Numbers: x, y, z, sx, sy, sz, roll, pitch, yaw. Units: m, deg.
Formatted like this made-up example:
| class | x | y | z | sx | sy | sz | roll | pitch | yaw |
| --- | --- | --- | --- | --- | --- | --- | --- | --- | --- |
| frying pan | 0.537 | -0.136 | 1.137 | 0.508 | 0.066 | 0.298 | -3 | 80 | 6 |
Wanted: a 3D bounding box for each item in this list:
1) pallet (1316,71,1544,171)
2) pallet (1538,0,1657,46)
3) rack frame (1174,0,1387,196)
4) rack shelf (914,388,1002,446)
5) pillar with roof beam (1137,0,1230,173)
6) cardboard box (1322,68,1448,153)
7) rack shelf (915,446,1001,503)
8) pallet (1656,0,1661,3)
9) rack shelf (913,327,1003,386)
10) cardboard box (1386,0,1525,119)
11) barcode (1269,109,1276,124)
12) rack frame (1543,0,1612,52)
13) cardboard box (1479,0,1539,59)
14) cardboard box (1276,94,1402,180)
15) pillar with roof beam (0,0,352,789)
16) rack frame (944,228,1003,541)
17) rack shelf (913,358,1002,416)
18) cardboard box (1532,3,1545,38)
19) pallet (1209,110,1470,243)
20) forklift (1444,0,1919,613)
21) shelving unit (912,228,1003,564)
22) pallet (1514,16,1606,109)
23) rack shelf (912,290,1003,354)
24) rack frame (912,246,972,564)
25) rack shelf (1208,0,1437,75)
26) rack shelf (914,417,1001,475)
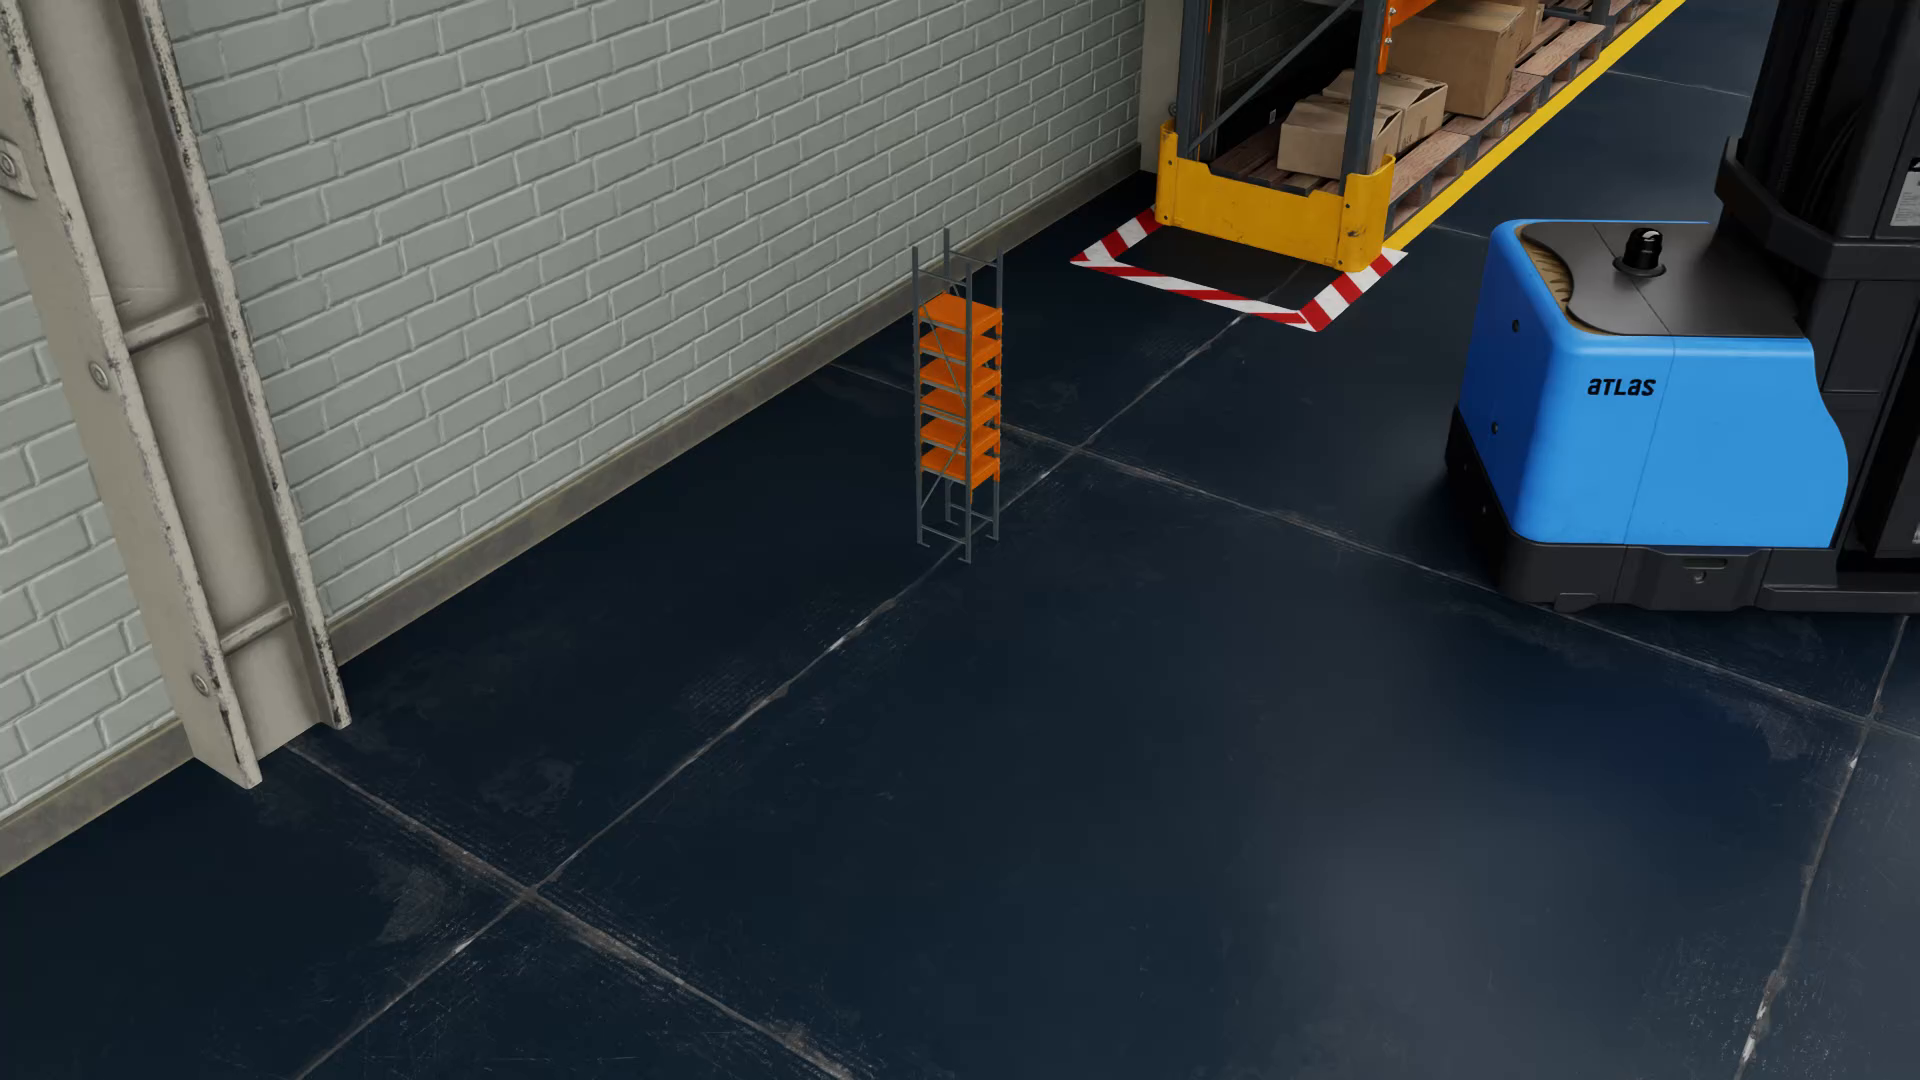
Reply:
| class | x | y | z | sx | sy | sz | roll | pitch | yaw |
| --- | --- | --- | --- | --- | --- | --- | --- | --- | --- |
| pallet | 2.761 | -2.578 | 9.874 | 1.003 | 0.211 | 1.213 | 21 | 39 | 28 |
| pallet | 4.253 | -3.821 | 11.712 | 1.003 | 0.211 | 1.213 | 21 | 39 | 28 |
| rack frame | 1.530 | -2.777 | 7.679 | 1.000 | 3.000 | 0.127 | 21 | 39 | 28 |
| rack shelf | -0.008 | -0.454 | 5.929 | 0.258 | 0.103 | 0.180 | 21 | 39 | 28 |
| pillar with roof beam | 4.755 | -4.485 | 4.850 | 9.100 | 9.000 | 0.400 | 21 | 39 | 28 |
| cardboard box | 2.323 | -2.397 | 9.125 | 0.500 | 0.311 | 0.500 | 25 | 41 | 32 |
| rack shelf | -0.008 | -0.255 | 6.063 | 0.258 | 0.103 | 0.180 | 21 | 39 | 28 |
| pallet | 4.948 | -4.385 | 12.546 | 1.003 | 0.211 | 1.213 | 21 | 39 | 28 |
| rack shelf | -0.008 | -0.652 | 5.794 | 0.258 | 0.103 | 0.180 | 21 | 39 | 28 |
| cardboard box | 2.782 | -2.797 | 9.547 | 0.700 | 0.500 | 0.500 | 19 | 38 | 25 |
| barcode | 1.680 | -2.275 | 8.936 | 0.001 | 0.075 | 0.075 | 21 | 39 | 28 |
| rack frame | 3.810 | -4.618 | 10.401 | 1.000 | 3.000 | 0.127 | 21 | 39 | 28 |
| cardboard box | 3.251 | -3.274 | 10.252 | 0.500 | 0.500 | 0.500 | 18 | 38 | 25 |
| cardboard box | 1.998 | -2.135 | 8.737 | 0.500 | 0.311 | 0.500 | 17 | 37 | 23 |
| pillar with roof beam | 1.334 | -1.724 | 0.766 | 9.100 | 9.000 | 0.400 | 21 | 39 | 28 |
| rack frame | 0.044 | -0.532 | 5.966 | 0.240 | 1.200 | 0.006 | 21 | 39 | 28 |
| rack shelf | -0.008 | -0.553 | 5.862 | 0.258 | 0.103 | 0.180 | 21 | 39 | 28 |
| cardboard box | 3.530 | -3.370 | 10.693 | 0.380 | 0.166 | 0.250 | 16 | 37 | 22 |
| pallet | 2.065 | -2.019 | 9.048 | 1.003 | 0.211 | 1.213 | 21 | 39 | 28 |
| forklift | 3.422 | -1.209 | 5.421 | 3.031 | 2.935 | 1.130 | 1 | 34 | 1 |
| shelving unit | -0.008 | -0.490 | 5.904 | 0.258 | 1.200 | 0.189 | 21 | 39 | 28 |
| pallet | 3.456 | -3.142 | 10.708 | 1.003 | 0.211 | 1.213 | 21 | 39 | 28 |
| rack shelf | -0.008 | -0.752 | 5.727 | 0.258 | 0.103 | 0.180 | 21 | 39 | 28 |
| rack frame | -0.060 | -0.448 | 5.842 | 0.240 | 1.200 | 0.006 | 21 | 39 | 28 |
| rack shelf | 2.670 | -3.399 | 9.241 | 1.077 | 0.370 | 4.000 | 21 | 39 | 28 |
| rack shelf | -0.008 | -0.354 | 5.996 | 0.258 | 0.103 | 0.180 | 21 | 39 | 28 |
